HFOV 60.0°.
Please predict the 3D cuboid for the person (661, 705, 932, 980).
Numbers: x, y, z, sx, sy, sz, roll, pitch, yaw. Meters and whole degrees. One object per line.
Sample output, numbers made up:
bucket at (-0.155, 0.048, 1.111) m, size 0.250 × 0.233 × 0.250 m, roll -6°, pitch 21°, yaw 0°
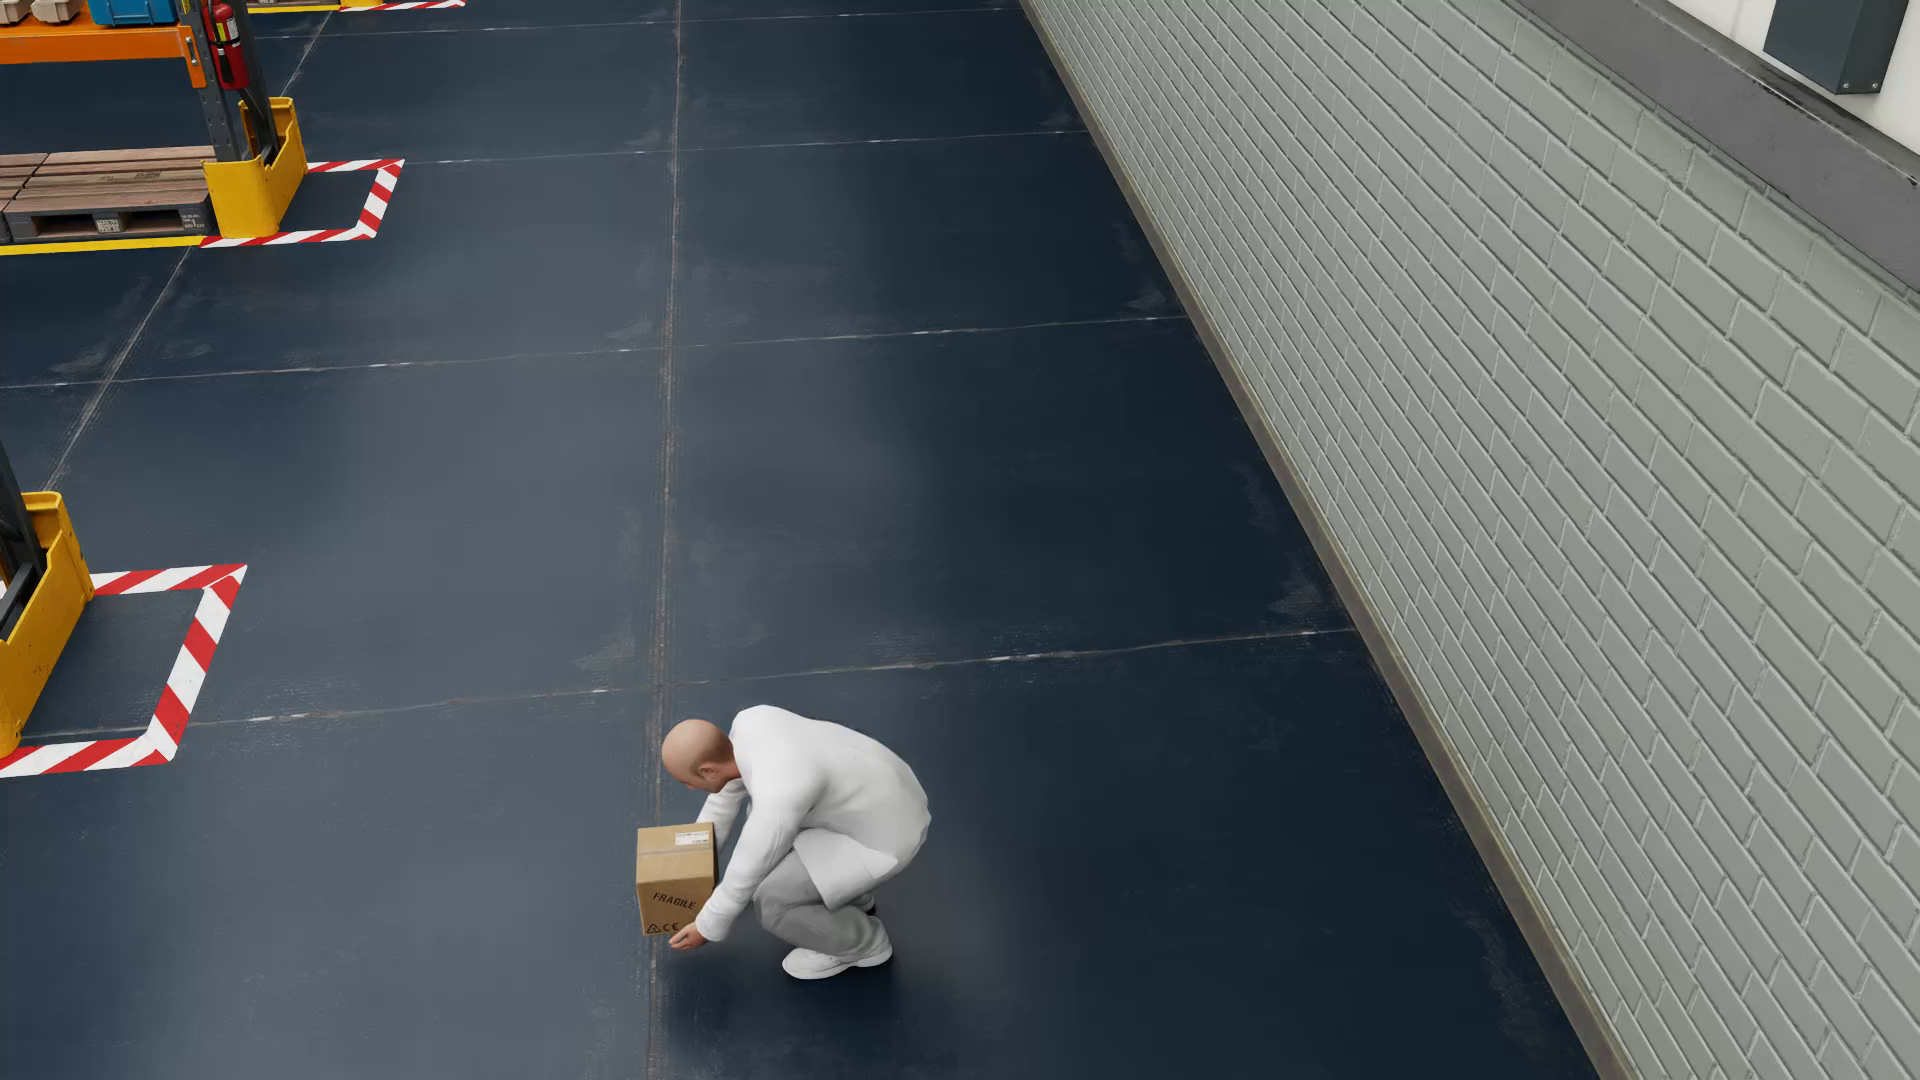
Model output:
person at (-0.541, 0.949, 5.418) m, size 0.899 × 1.046 × 0.608 m, roll -4°, pitch 35°, yaw -6°
